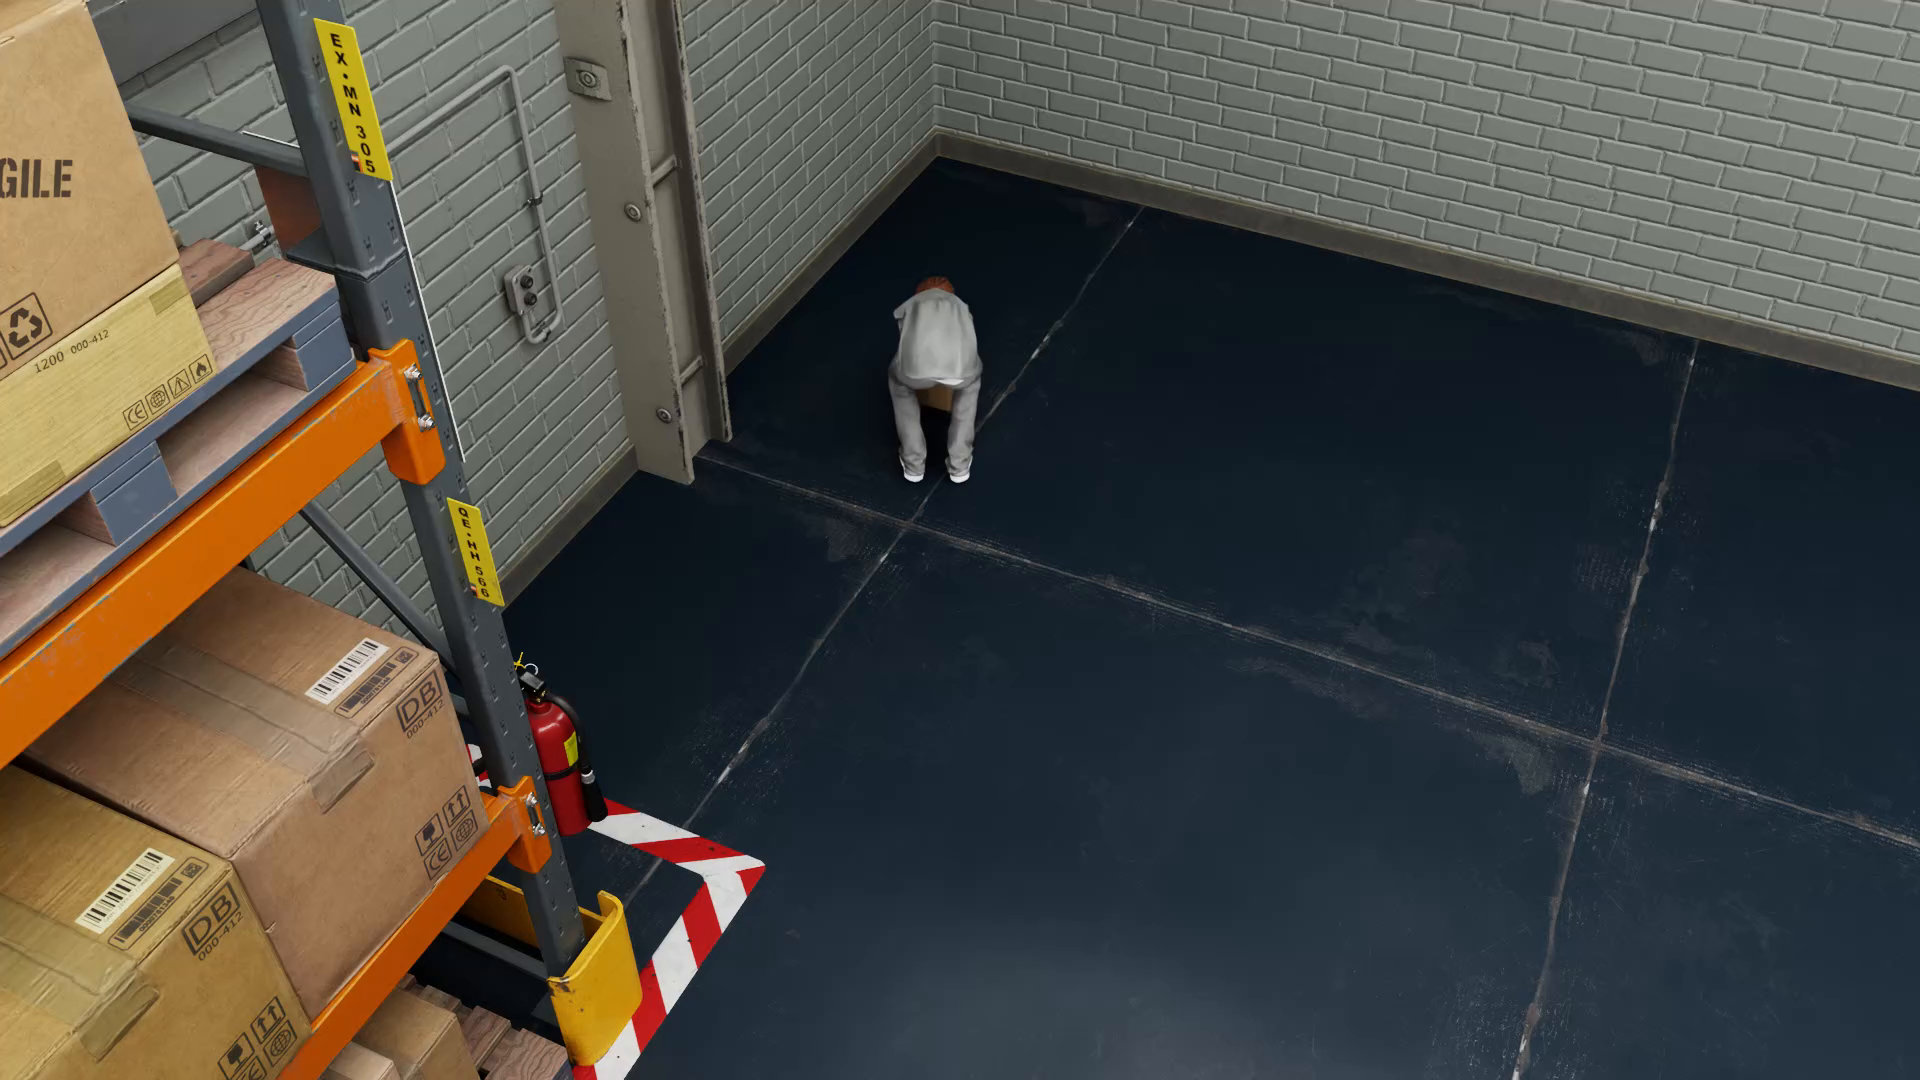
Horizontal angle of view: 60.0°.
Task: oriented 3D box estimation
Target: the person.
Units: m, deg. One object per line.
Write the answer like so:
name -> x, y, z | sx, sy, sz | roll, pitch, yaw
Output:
person -> -0.119, -0.902, 7.150 | 0.459, 1.594, 0.343 | -2, 43, -2
